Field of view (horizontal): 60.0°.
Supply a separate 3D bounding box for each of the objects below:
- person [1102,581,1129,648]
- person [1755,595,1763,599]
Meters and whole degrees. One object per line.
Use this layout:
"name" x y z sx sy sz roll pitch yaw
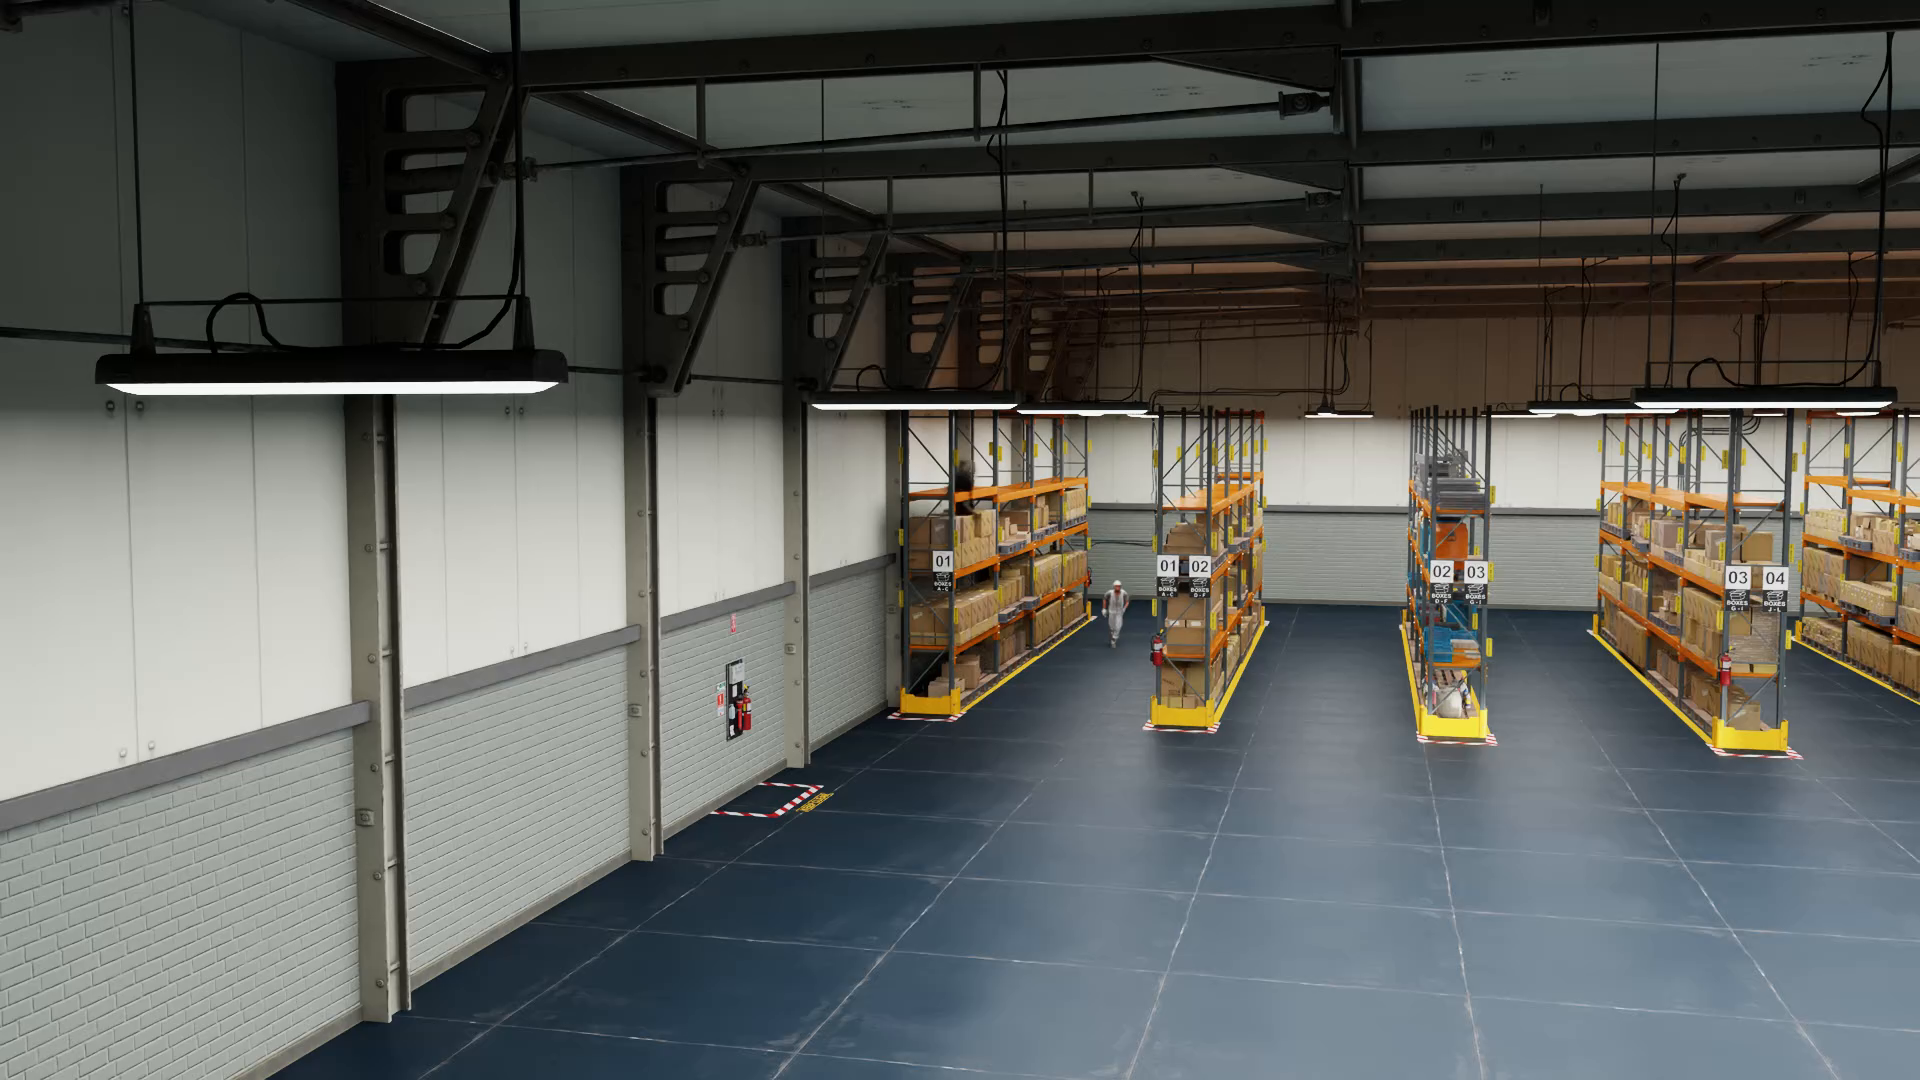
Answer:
"person" 3.937 1.858 42.018 0.659 1.715 0.705 0 4 -5
"person" 21.447 1.697 44.508 0.590 1.681 0.845 2 5 31
